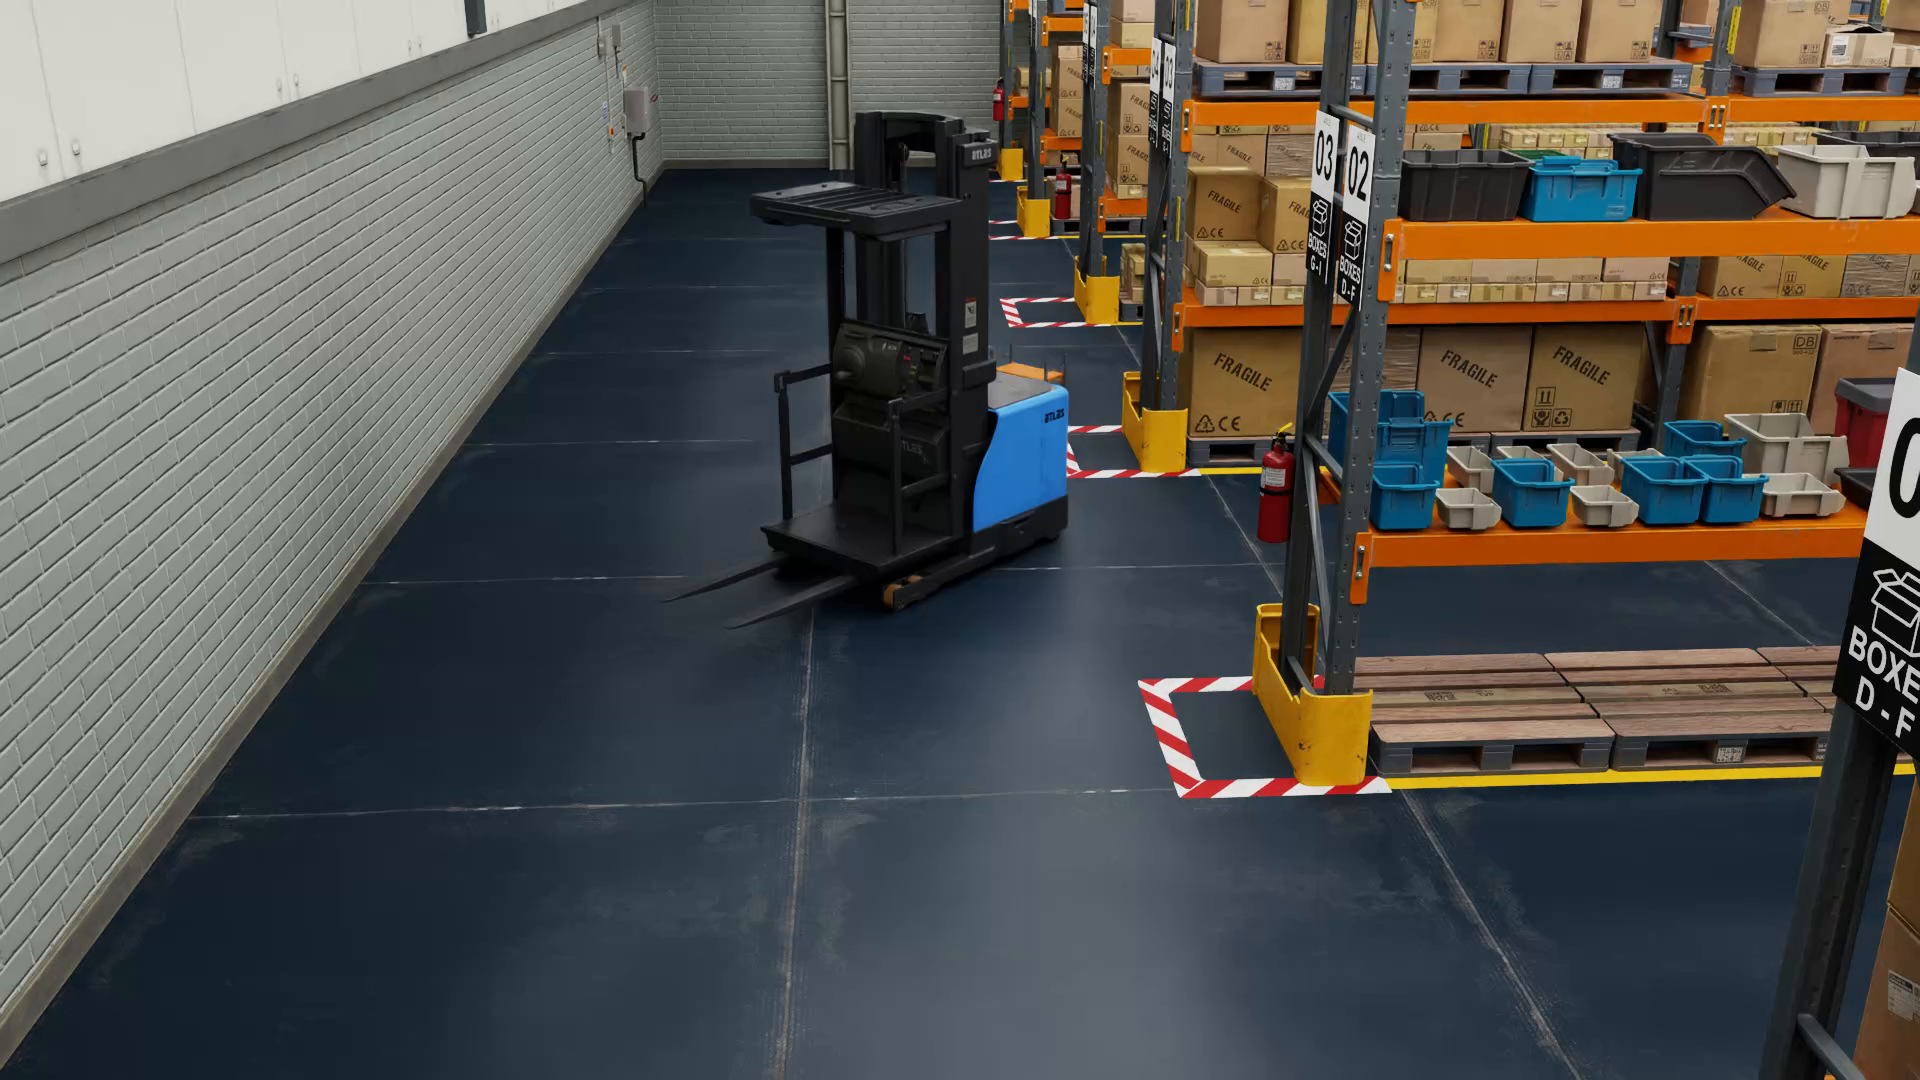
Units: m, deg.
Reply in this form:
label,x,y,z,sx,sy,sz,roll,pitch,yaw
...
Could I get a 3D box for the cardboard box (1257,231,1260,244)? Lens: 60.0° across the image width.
label,x,y,z,sx,sy,sz,roll,pitch,yaw
cardboard box,2.564,-2.319,13.290,0.500,0.250,0.500,-2,21,-4

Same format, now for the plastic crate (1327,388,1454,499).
label,x,y,z,sx,sy,sz,roll,pitch,yaw
plastic crate,2.196,-0.494,8.570,0.499,0.435,0.616,-1,21,-3

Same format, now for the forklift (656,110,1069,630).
label,x,y,z,sx,sy,sz,roll,pitch,yaw
forklift,-0.591,-1.130,10.469,1.130,2.935,3.031,17,27,38

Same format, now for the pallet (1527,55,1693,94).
label,x,y,z,sx,sy,sz,roll,pitch,yaw
pallet,4.765,-3.565,12.678,1.213,0.211,1.003,-1,21,-3

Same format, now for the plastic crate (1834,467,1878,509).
label,x,y,z,sx,sy,sz,roll,pitch,yaw
plastic crate,4.763,-0.239,8.336,0.590,0.125,0.437,-1,21,-3

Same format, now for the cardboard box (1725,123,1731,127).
label,x,y,z,sx,sy,sz,roll,pitch,yaw
cardboard box,8.144,-4.464,18.057,0.250,0.149,0.380,-2,21,-5

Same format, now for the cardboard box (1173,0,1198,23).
label,x,y,z,sx,sy,sz,roll,pitch,yaw
cardboard box,2.381,-5.393,16.863,0.500,0.250,0.500,-1,21,-4

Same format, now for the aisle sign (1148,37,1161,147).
label,x,y,z,sx,sy,sz,roll,pitch,yaw
aisle sign,1.500,-3.456,12.830,0.004,0.787,0.394,-1,21,-3

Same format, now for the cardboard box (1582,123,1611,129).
label,x,y,z,sx,sy,sz,roll,pitch,yaw
cardboard box,6.824,-4.435,17.981,0.250,0.149,0.380,-2,21,-5

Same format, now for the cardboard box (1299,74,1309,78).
label,x,y,z,sx,sy,sz,roll,pitch,yaw
cardboard box,3.915,-4.697,17.777,0.500,0.500,0.500,-1,21,-2

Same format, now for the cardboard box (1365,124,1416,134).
label,x,y,z,sx,sy,sz,roll,pitch,yaw
cardboard box,4.431,-4.516,17.304,0.500,0.500,0.500,-2,21,-5

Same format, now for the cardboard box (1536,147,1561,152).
label,x,y,z,sx,sy,sz,roll,pitch,yaw
cardboard box,6.079,-4.050,17.387,0.250,0.149,0.380,-2,21,-4

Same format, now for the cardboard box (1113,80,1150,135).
label,x,y,z,sx,sy,sz,roll,pitch,yaw
cardboard box,1.870,-4.468,17.177,0.500,0.500,0.500,-1,21,-3

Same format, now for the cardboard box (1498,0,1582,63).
label,x,y,z,sx,sy,sz,roll,pitch,yaw
cardboard box,4.268,-3.862,12.463,0.500,0.500,0.700,0,21,0

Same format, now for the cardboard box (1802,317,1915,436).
label,x,y,z,sx,sy,sz,roll,pitch,yaw
cardboard box,7.113,-1.459,13.634,0.875,0.875,1.225,-2,21,-5

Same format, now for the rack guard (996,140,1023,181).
label,x,y,z,sx,sy,sz,roll,pitch,yaw
rack guard,0.812,-6.253,27.342,0.348,0.500,1.175,-1,21,-3

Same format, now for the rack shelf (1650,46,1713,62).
label,x,y,z,sx,sy,sz,roll,pitch,yaw
rack shelf,7.397,-5.088,17.564,4.000,0.370,1.077,-1,21,-3

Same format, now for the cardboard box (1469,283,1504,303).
label,x,y,z,sx,sy,sz,roll,pitch,yaw
cardboard box,4.014,-1.951,12.883,0.250,0.149,0.380,-1,21,-4

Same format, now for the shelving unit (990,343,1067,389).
label,x,y,z,sx,sy,sz,roll,pitch,yaw
shelving unit,0.482,-0.771,11.959,0.503,1.200,0.258,17,27,38

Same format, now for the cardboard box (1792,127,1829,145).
label,x,y,z,sx,sy,sz,roll,pitch,yaw
cardboard box,8.931,-4.247,17.486,0.250,0.149,0.380,-2,21,-5

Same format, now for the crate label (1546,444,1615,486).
label,x,y,z,sx,sy,sz,roll,pitch,yaw
crate label,3.243,-0.377,8.683,0.243,0.136,0.396,-1,21,-3

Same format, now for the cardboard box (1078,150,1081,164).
label,x,y,z,sx,sy,sz,roll,pitch,yaw
cardboard box,2.208,-6.430,27.217,0.500,0.500,0.700,0,21,-1

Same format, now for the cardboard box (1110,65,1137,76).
label,x,y,z,sx,sy,sz,roll,pitch,yaw
cardboard box,2.034,-6.092,21.861,0.500,0.500,0.500,-2,21,-5

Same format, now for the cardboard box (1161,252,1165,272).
label,x,y,z,sx,sy,sz,roll,pitch,yaw
cardboard box,2.218,-2.980,17.814,0.250,0.149,0.380,-1,21,-2

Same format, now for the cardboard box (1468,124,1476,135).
label,x,y,z,sx,sy,sz,roll,pitch,yaw
cardboard box,7.000,-5.605,22.339,0.500,0.250,0.500,-1,21,-4

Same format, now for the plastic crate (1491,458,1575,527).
label,x,y,z,sx,sy,sz,roll,pitch,yaw
plastic crate,2.794,-0.228,8.155,0.300,0.233,0.416,-1,21,-3

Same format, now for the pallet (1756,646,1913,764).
label,x,y,z,sx,sy,sz,roll,pitch,yaw
pallet,5.133,0.874,9.029,1.213,0.211,1.003,-1,21,-3

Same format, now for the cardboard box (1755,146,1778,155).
label,x,y,z,sx,sy,sz,roll,pitch,yaw
cardboard box,8.398,-4.096,17.510,0.250,0.149,0.380,-1,21,-2

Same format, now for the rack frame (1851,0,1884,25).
label,x,y,z,sx,sy,sz,roll,pitch,yaw
rack frame,9.394,-6.866,17.009,0.127,3.000,1.000,-1,21,-3

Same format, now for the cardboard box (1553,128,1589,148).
label,x,y,z,sx,sy,sz,roll,pitch,yaw
cardboard box,6.354,-4.195,17.350,0.250,0.149,0.380,-1,21,-3

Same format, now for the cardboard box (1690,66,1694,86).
label,x,y,z,sx,sy,sz,roll,pitch,yaw
cardboard box,9.473,-6.128,22.352,0.500,0.500,0.500,-2,21,-5

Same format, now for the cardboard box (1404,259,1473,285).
label,x,y,z,sx,sy,sz,roll,pitch,yaw
cardboard box,3.625,-2.153,12.854,0.500,0.250,0.500,-2,21,-4

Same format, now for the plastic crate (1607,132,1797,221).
label,x,y,z,sx,sy,sz,roll,pitch,yaw
plastic crate,3.413,-1.683,7.697,0.767,0.338,0.504,-1,21,-3

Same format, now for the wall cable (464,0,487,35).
label,x,y,z,sx,sy,sz,roll,pitch,yaw
wall cable,-4.253,-7.553,14.290,0.120,5.999,2.277,-1,21,-3

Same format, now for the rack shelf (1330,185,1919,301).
label,x,y,z,sx,sy,sz,roll,pitch,yaw
rack shelf,3.869,-1.483,8.096,4.000,0.370,1.077,-1,21,-3

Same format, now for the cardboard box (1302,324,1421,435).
label,x,y,z,sx,sy,sz,roll,pitch,yaw
cardboard box,3.132,-1.399,13.477,0.875,0.875,0.875,-1,21,-3

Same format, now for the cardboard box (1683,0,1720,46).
label,x,y,z,sx,sy,sz,roll,pitch,yaw
cardboard box,7.840,-5.386,17.195,0.500,0.500,0.500,-1,21,-3

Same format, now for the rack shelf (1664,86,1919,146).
label,x,y,z,sx,sy,sz,roll,pitch,yaw
rack shelf,7.579,-3.324,12.930,4.000,0.370,1.077,-1,21,-3

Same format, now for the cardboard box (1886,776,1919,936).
label,x,y,z,sx,sy,sz,roll,pitch,yaw
cardboard box,2.580,0.762,3.857,0.500,0.500,0.500,-1,21,-4

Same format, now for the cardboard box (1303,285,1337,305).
label,x,y,z,sx,sy,sz,roll,pitch,yaw
cardboard box,2.734,-1.925,12.816,0.250,0.149,0.380,-1,21,-4

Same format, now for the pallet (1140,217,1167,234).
label,x,y,z,sx,sy,sz,roll,pitch,yaw
pallet,3.032,-4.421,22.936,1.213,0.211,1.003,-1,21,-3

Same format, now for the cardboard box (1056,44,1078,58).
label,x,y,z,sx,sy,sz,roll,pitch,yaw
cardboard box,1.394,-6.383,21.712,0.250,0.149,0.380,-1,21,-2

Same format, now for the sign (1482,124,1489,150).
label,x,y,z,sx,sy,sz,roll,pitch,yaw
sign,5.439,-4.193,17.203,0.005,0.325,0.100,-1,21,-3

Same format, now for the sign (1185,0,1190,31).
label,x,y,z,sx,sy,sz,roll,pitch,yaw
sign,1.615,-3.786,11.795,0.005,0.325,0.100,-1,21,-3

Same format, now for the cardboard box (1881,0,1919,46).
label,x,y,z,sx,sy,sz,roll,pitch,yaw
cardboard box,7.538,-3.896,12.687,0.637,0.503,0.797,-1,21,-4

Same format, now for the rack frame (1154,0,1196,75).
label,x,y,z,sx,sy,sz,roll,pitch,yaw
rack frame,1.589,-4.940,11.949,0.127,3.000,1.000,-1,21,-3

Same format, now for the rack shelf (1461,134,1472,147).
label,x,y,z,sx,sy,sz,roll,pitch,yaw
rack shelf,7.014,-5.442,22.710,4.000,0.370,1.077,-1,21,-3

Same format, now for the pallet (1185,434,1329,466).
label,x,y,z,sx,sy,sz,roll,pitch,yaw
pallet,2.383,-0.877,13.628,1.213,0.211,1.003,-1,21,-3

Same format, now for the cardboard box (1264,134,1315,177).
label,x,y,z,sx,sy,sz,roll,pitch,yaw
cardboard box,3.402,-4.035,17.444,0.500,0.500,0.500,-2,21,-4

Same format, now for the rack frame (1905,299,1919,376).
label,x,y,z,sx,sy,sz,roll,pitch,yaw
rack frame,2.151,-1.421,2.705,0.127,3.000,1.000,-1,21,-3

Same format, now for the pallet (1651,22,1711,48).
label,x,y,z,sx,sy,sz,roll,pitch,yaw
pallet,7.058,-5.292,17.354,1.003,0.211,1.213,-1,21,-3

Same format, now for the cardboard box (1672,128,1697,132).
label,x,y,z,sx,sy,sz,roll,pitch,yaw
cardboard box,7.640,-4.221,17.419,0.250,0.149,0.380,0,21,0

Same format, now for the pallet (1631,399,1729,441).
label,x,y,z,sx,sy,sz,roll,pitch,yaw
pallet,6.349,-0.957,13.837,1.213,0.211,1.003,-1,21,-3

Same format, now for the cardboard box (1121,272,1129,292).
label,x,y,z,sx,sy,sz,roll,pitch,yaw
cardboard box,1.921,-2.849,18.304,0.250,0.149,0.380,-1,21,-2

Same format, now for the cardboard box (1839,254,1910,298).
label,x,y,z,sx,sy,sz,roll,pitch,yaw
cardboard box,7.058,-2.205,13.057,0.500,0.500,0.500,-2,21,-4

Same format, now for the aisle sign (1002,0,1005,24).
label,x,y,z,sx,sy,sz,roll,pitch,yaw
aisle sign,0.685,-8.529,26.153,0.004,0.787,0.394,-1,21,-3

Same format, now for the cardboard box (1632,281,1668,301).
label,x,y,z,sx,sy,sz,roll,pitch,yaw
cardboard box,5.297,-1.977,12.952,0.250,0.149,0.380,-1,21,-3
